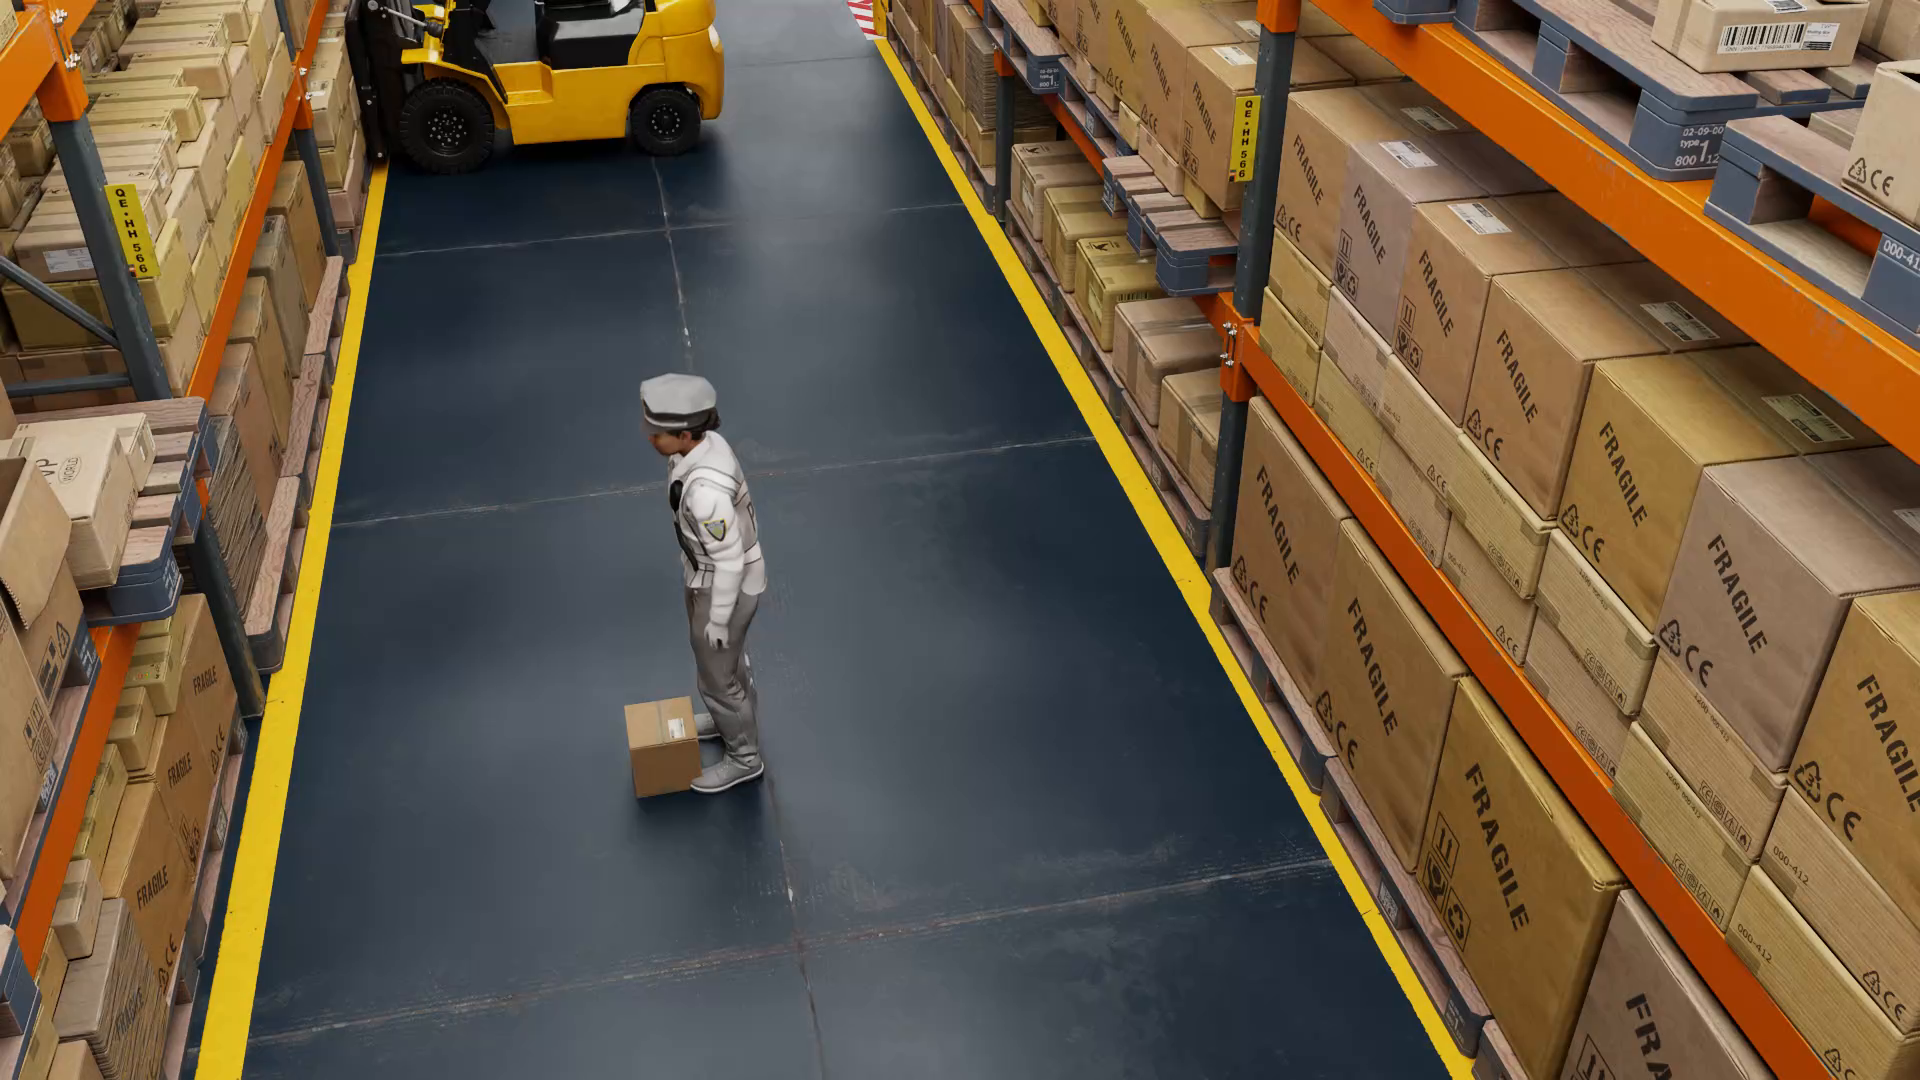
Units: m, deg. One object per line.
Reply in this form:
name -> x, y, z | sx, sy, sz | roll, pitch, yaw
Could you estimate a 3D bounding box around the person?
person -> -0.879, 0.163, 5.905 | 0.375, 1.662, 0.527 | -9, 35, -12
